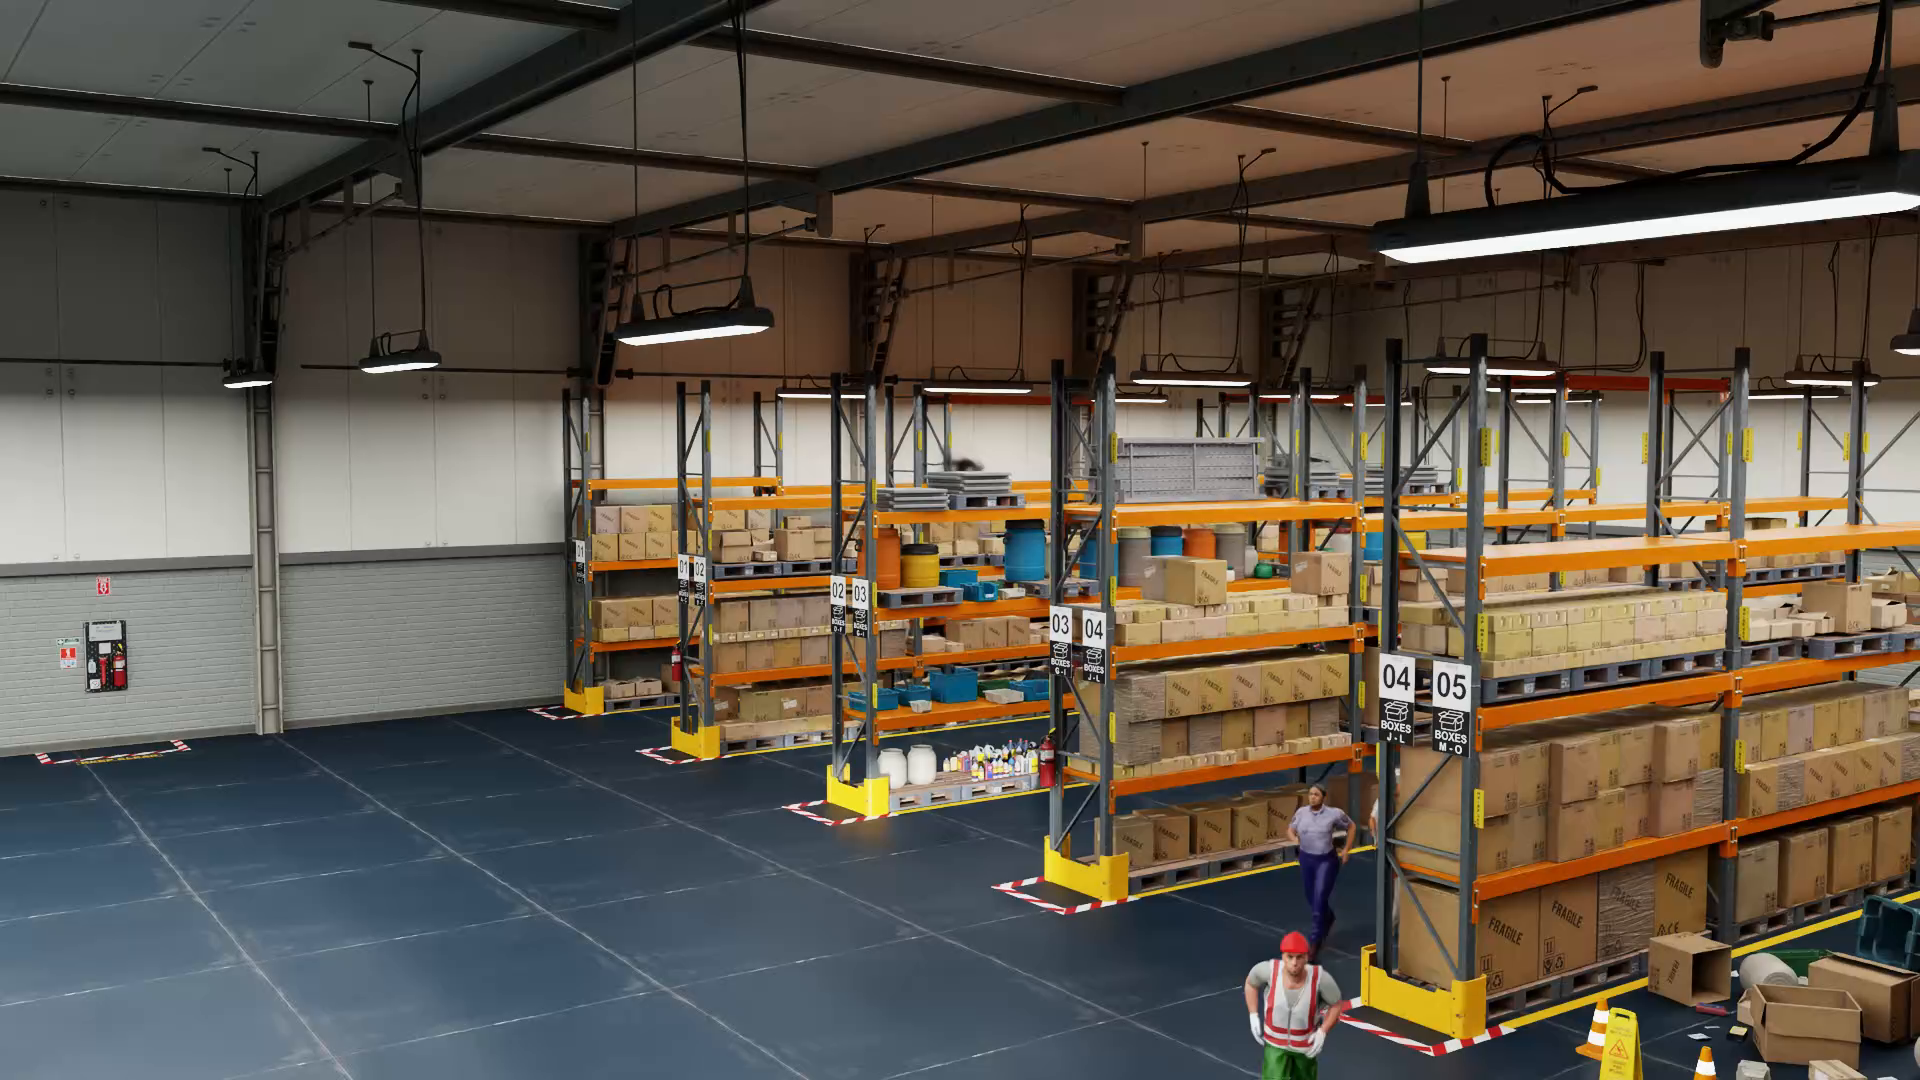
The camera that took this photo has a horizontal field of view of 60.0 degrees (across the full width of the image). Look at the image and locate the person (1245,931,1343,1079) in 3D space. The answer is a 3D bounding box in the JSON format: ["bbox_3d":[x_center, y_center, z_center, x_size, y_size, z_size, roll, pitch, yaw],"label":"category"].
[{"bbox_3d":[2.333,3.537,11.655,0.680,1.743,1.074,1,4,17],"label":"person"}]

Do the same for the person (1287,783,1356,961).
[{"bbox_3d":[3.584,3.256,16.635,0.617,1.680,0.888,3,5,39],"label":"person"}]

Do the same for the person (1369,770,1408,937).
[{"bbox_3d":[4.554,3.225,17.339,0.609,1.664,0.891,3,4,35],"label":"person"}]

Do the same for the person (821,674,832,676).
[{"bbox_3d":[-2.439,2.376,30.678,0.519,1.626,0.797,3,5,38],"label":"person"}]
